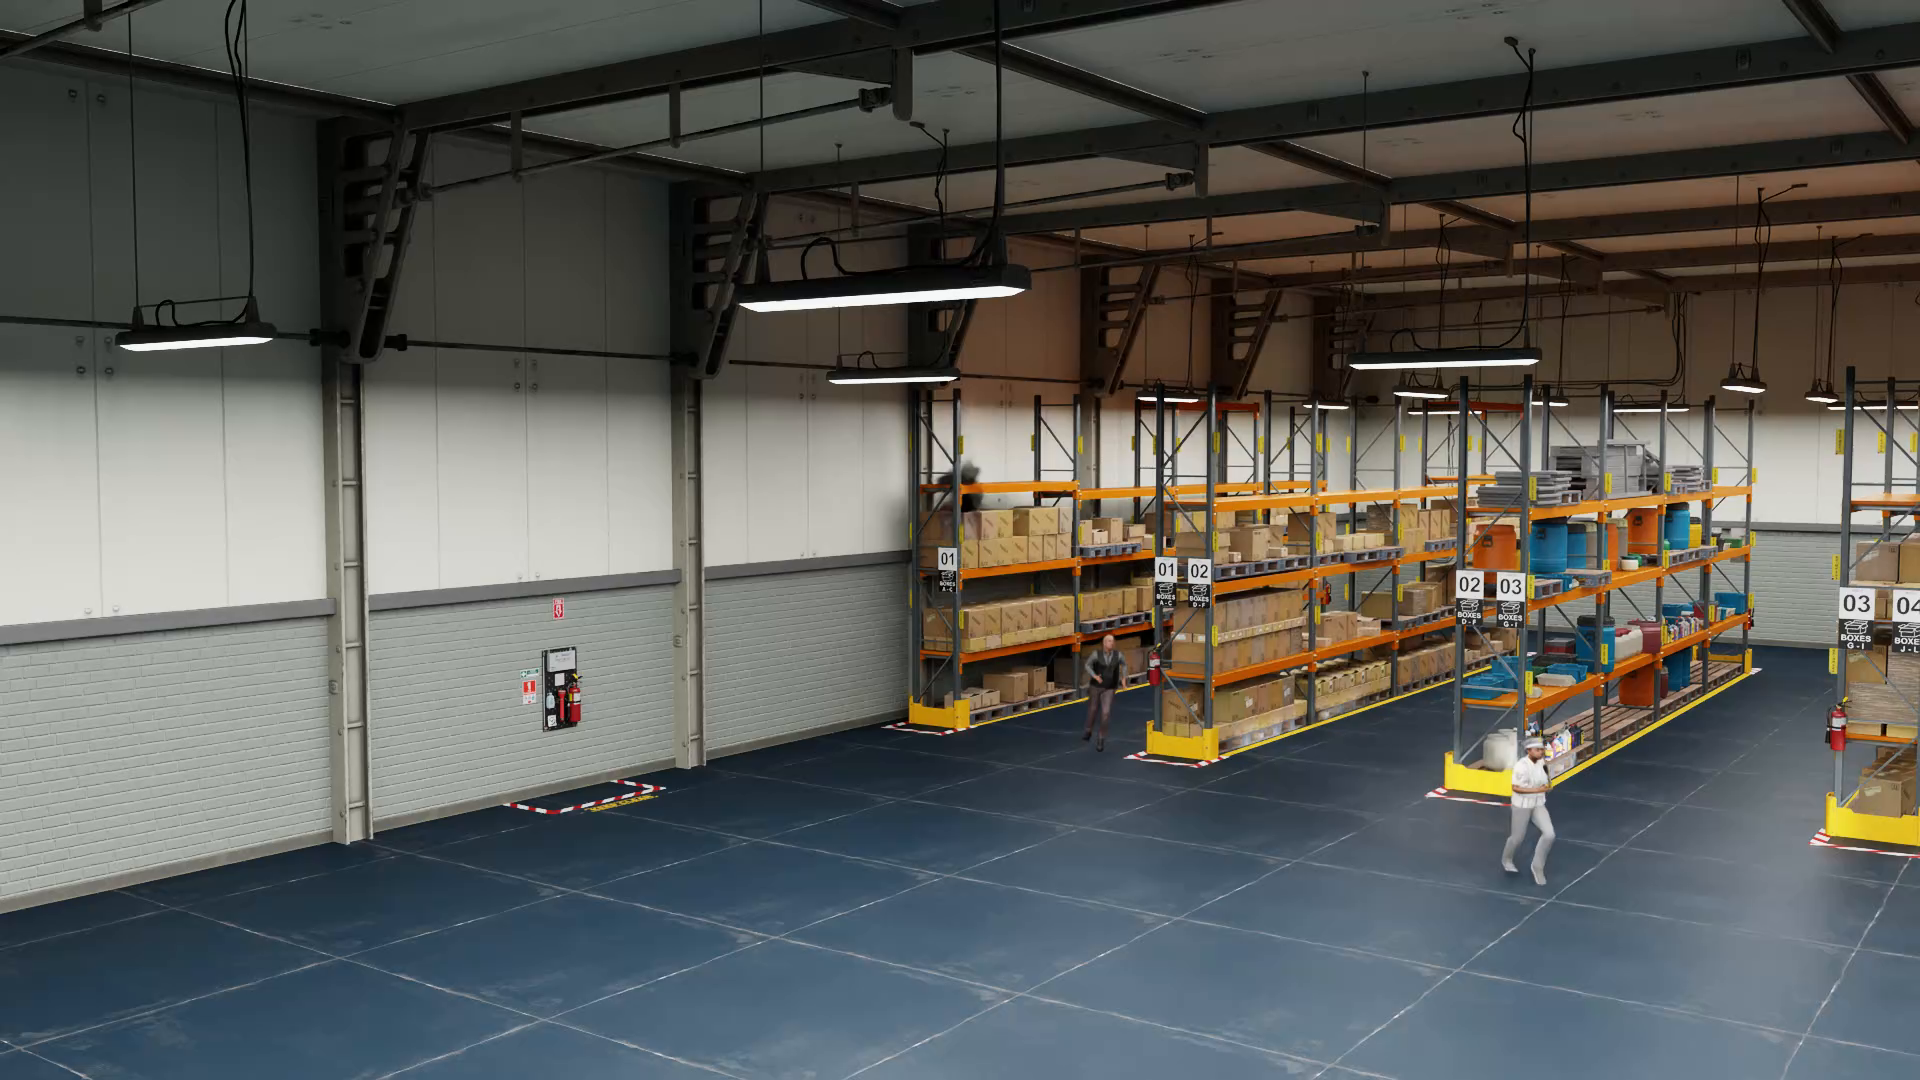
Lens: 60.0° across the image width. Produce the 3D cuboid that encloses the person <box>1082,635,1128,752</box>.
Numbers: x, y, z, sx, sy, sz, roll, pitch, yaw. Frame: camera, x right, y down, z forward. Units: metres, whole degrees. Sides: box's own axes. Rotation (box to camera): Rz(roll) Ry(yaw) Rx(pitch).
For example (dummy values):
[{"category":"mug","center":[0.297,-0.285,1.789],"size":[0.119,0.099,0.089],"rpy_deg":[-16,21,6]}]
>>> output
[{"category":"person","center":[2.299,2.391,26.226],"size":[0.725,1.807,0.707],"rpy_deg":[0,3,0]}]

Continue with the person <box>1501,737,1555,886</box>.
[{"category":"person","center":[6.524,3.079,19.084],"size":[0.599,1.717,0.807],"rpy_deg":[-1,3,-21]}]
